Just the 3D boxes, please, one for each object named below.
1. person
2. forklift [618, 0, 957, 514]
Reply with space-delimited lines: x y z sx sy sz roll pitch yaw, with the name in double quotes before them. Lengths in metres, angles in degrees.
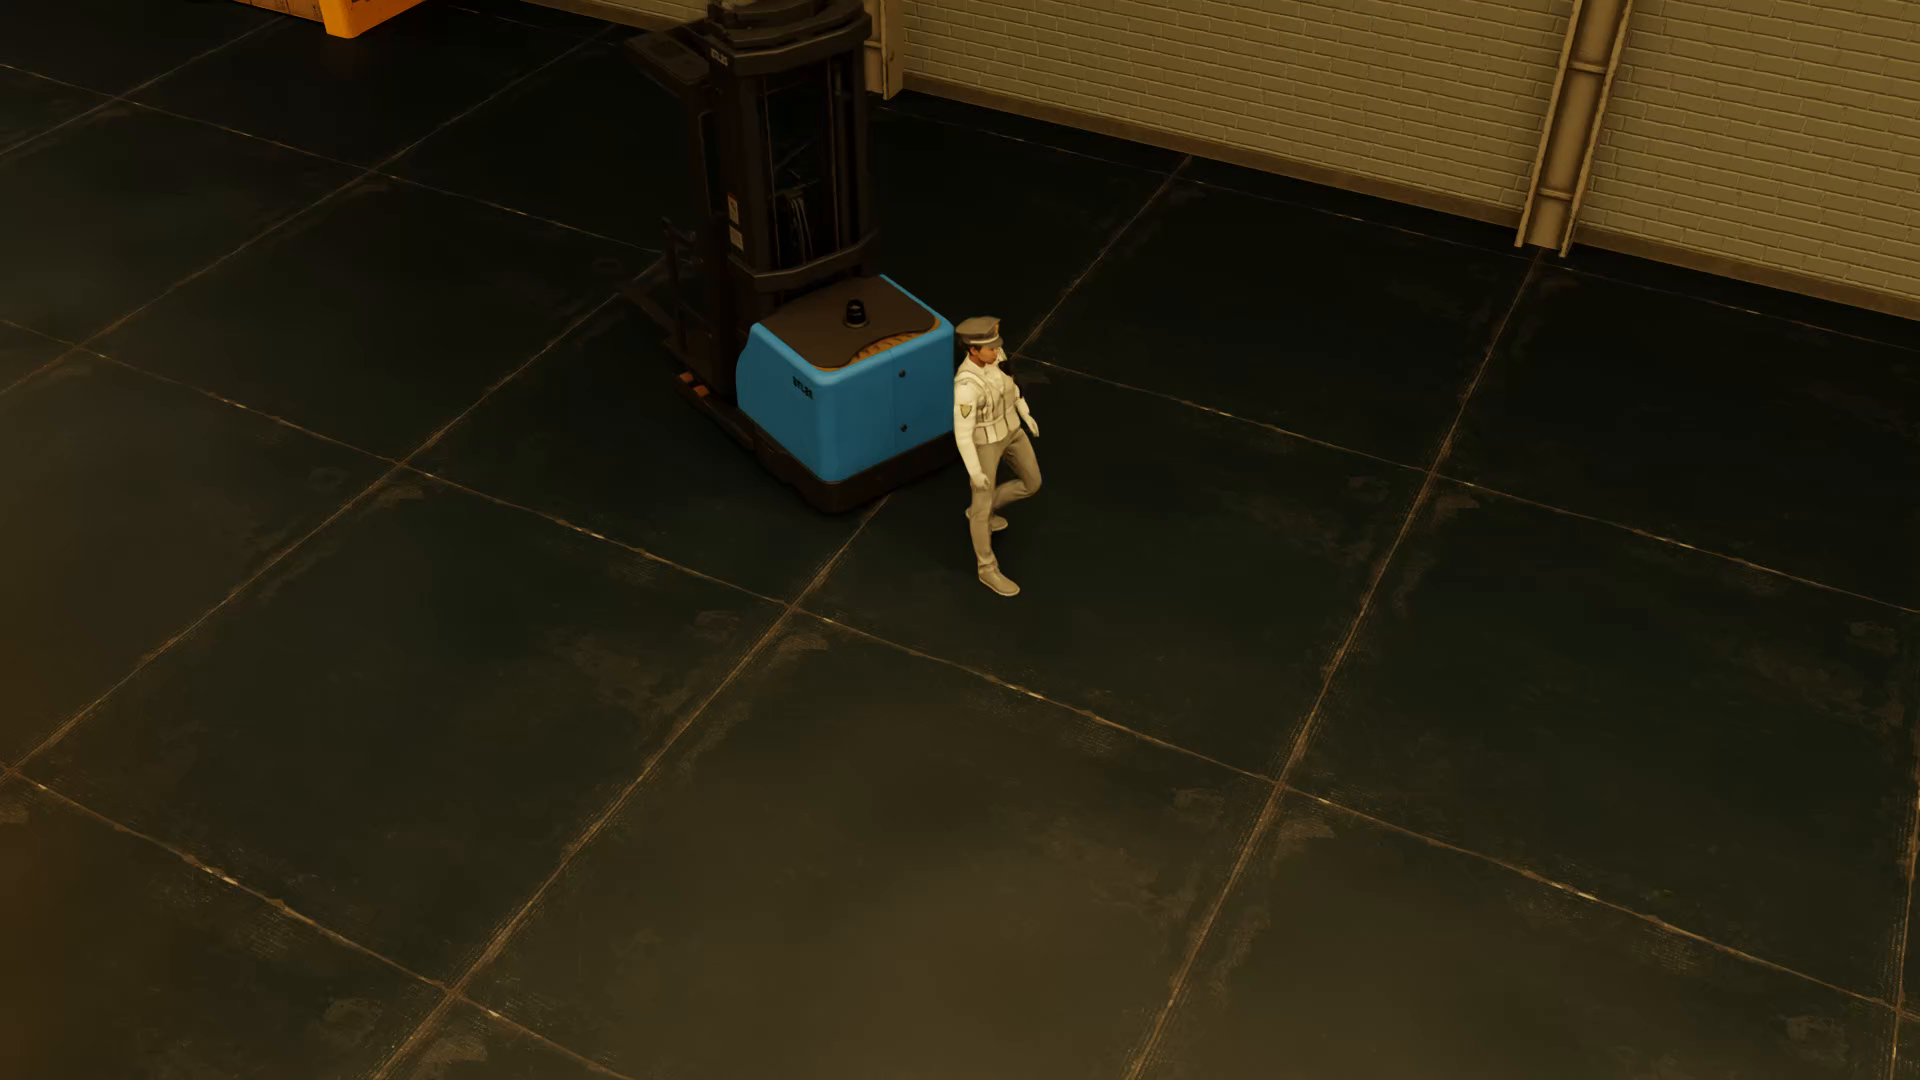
"person" 0.256 -0.537 9.662 0.642 1.603 0.660 27 47 28
"forklift" -1.313 -2.180 10.575 1.130 2.935 3.031 -26 47 -28
